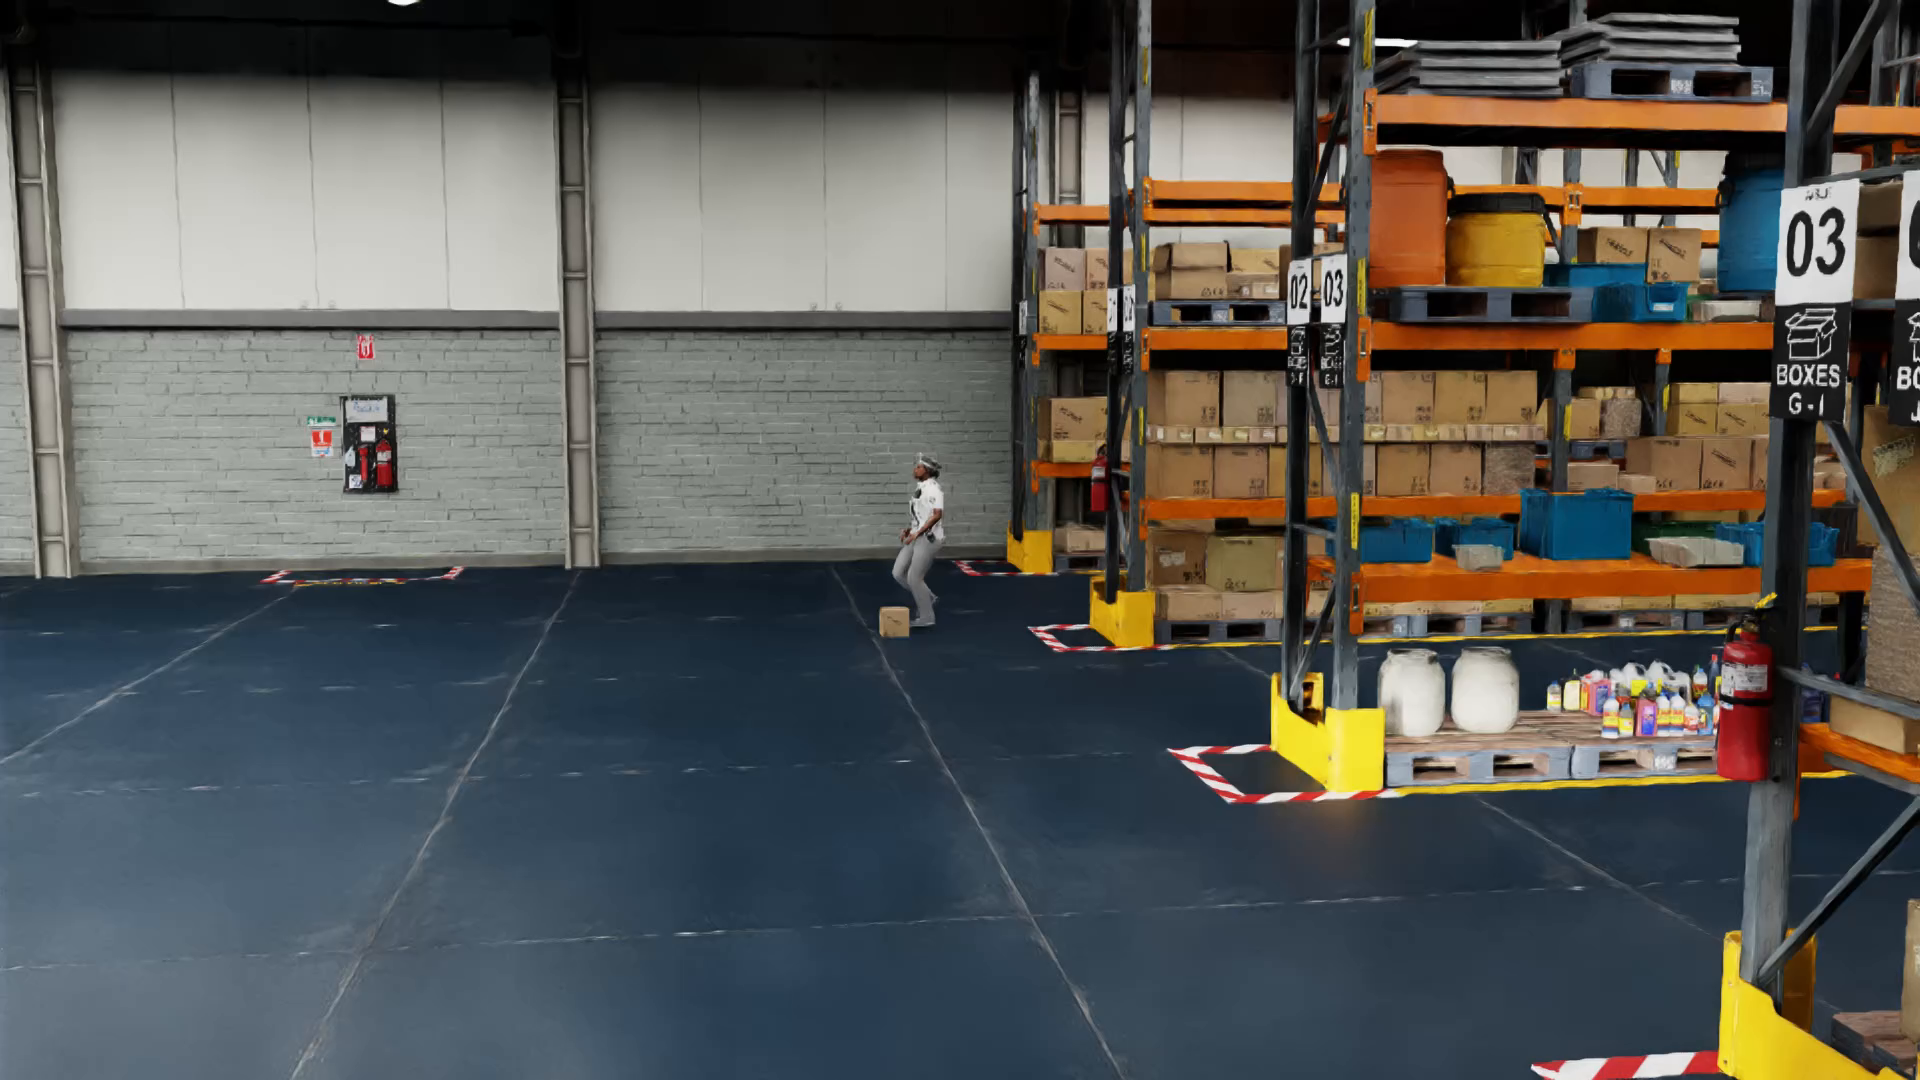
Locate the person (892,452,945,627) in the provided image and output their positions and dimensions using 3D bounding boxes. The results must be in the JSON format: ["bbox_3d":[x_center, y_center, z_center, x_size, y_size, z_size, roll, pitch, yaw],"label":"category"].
[{"bbox_3d":[-0.385,0.003,15.821,0.465,1.669,0.632,-2,7,-18],"label":"person"}]
